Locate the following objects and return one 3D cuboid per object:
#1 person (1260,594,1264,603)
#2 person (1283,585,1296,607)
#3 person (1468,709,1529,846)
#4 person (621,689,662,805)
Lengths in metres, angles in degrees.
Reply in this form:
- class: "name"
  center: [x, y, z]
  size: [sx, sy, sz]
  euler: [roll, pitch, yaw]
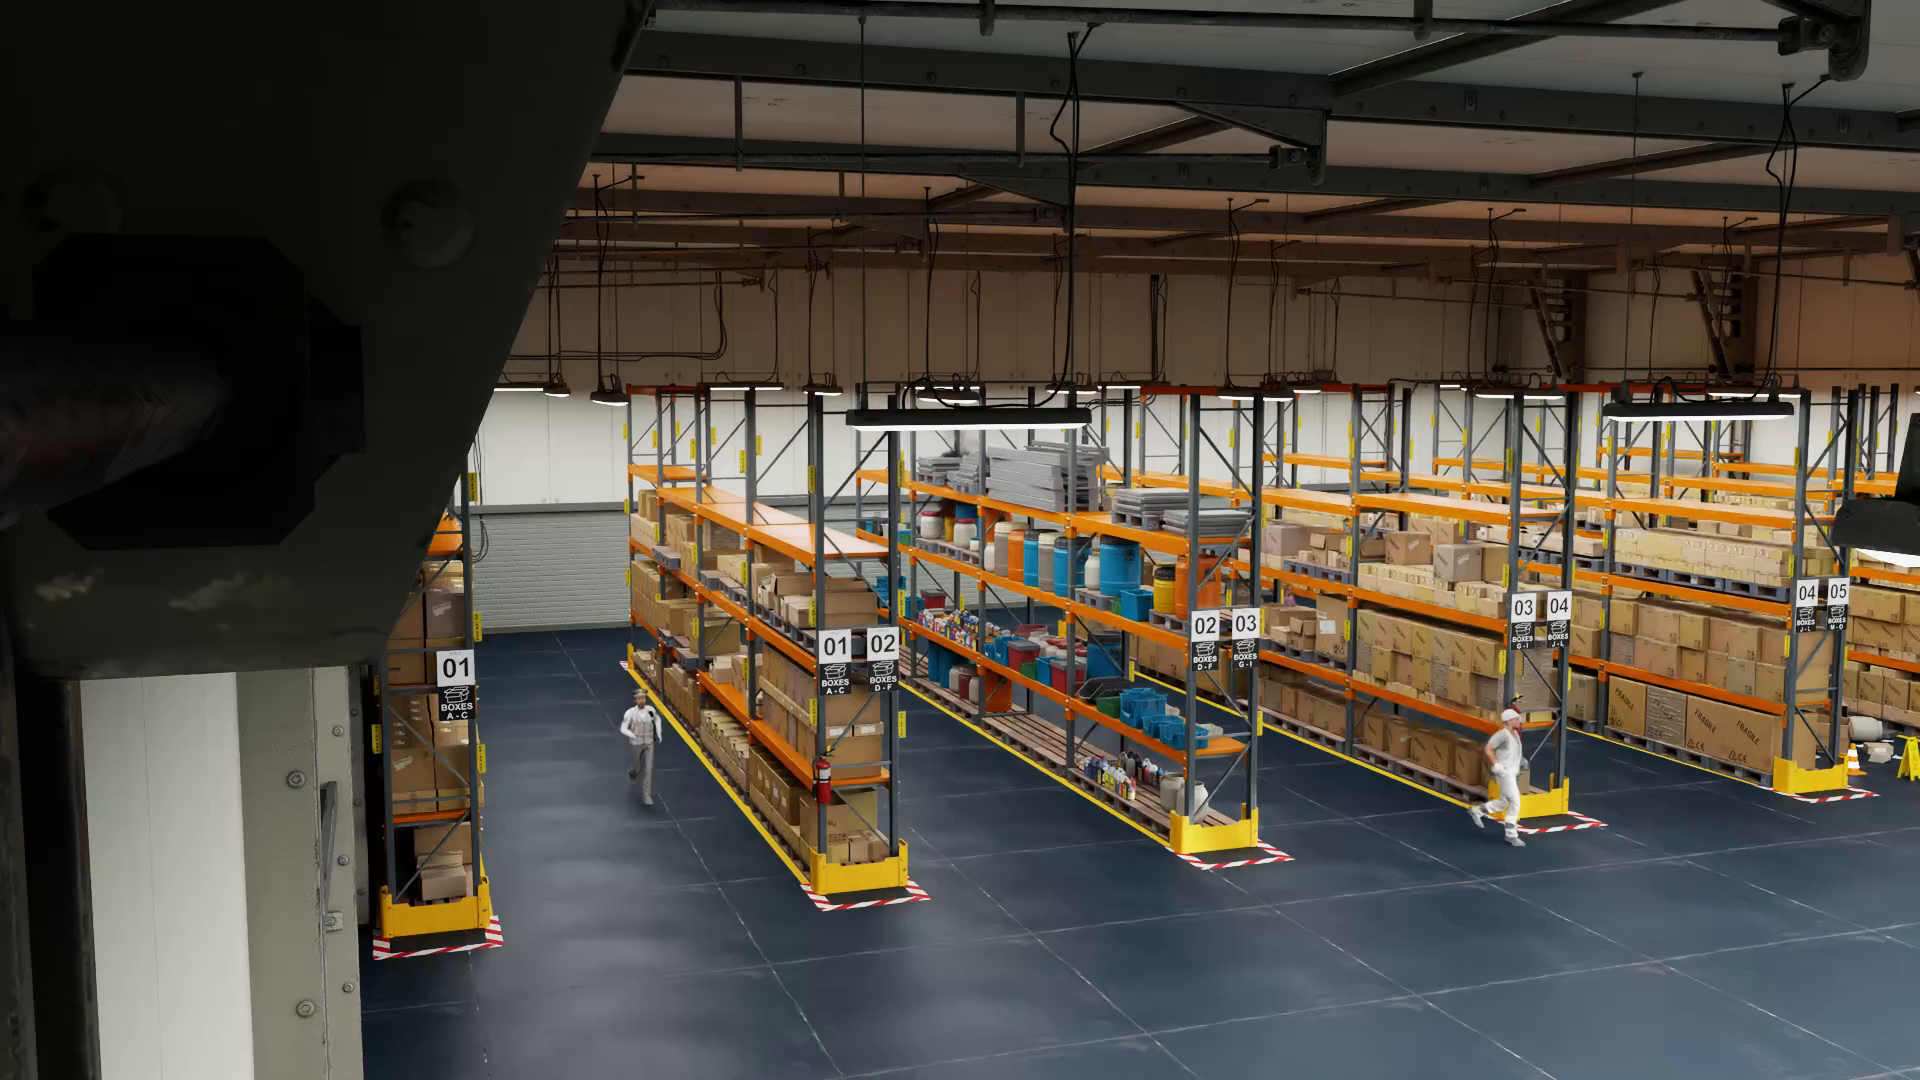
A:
- class: "person"
  center: [6.621, 1.703, 37.431]
  size: [0.541, 1.562, 0.544]
  euler: [-2, 6, -18]
- class: "person"
  center: [7.157, 1.797, 36.245]
  size: [0.514, 1.639, 0.667]
  euler: [-2, 6, -21]
- class: "person"
  center: [7.328, 3.160, 22.436]
  size: [0.854, 1.771, 0.706]
  euler: [5, 8, 39]
- class: "person"
  center: [-4.636, 2.986, 24.337]
  size: [0.630, 1.656, 0.949]
  euler: [-2, 6, -22]
